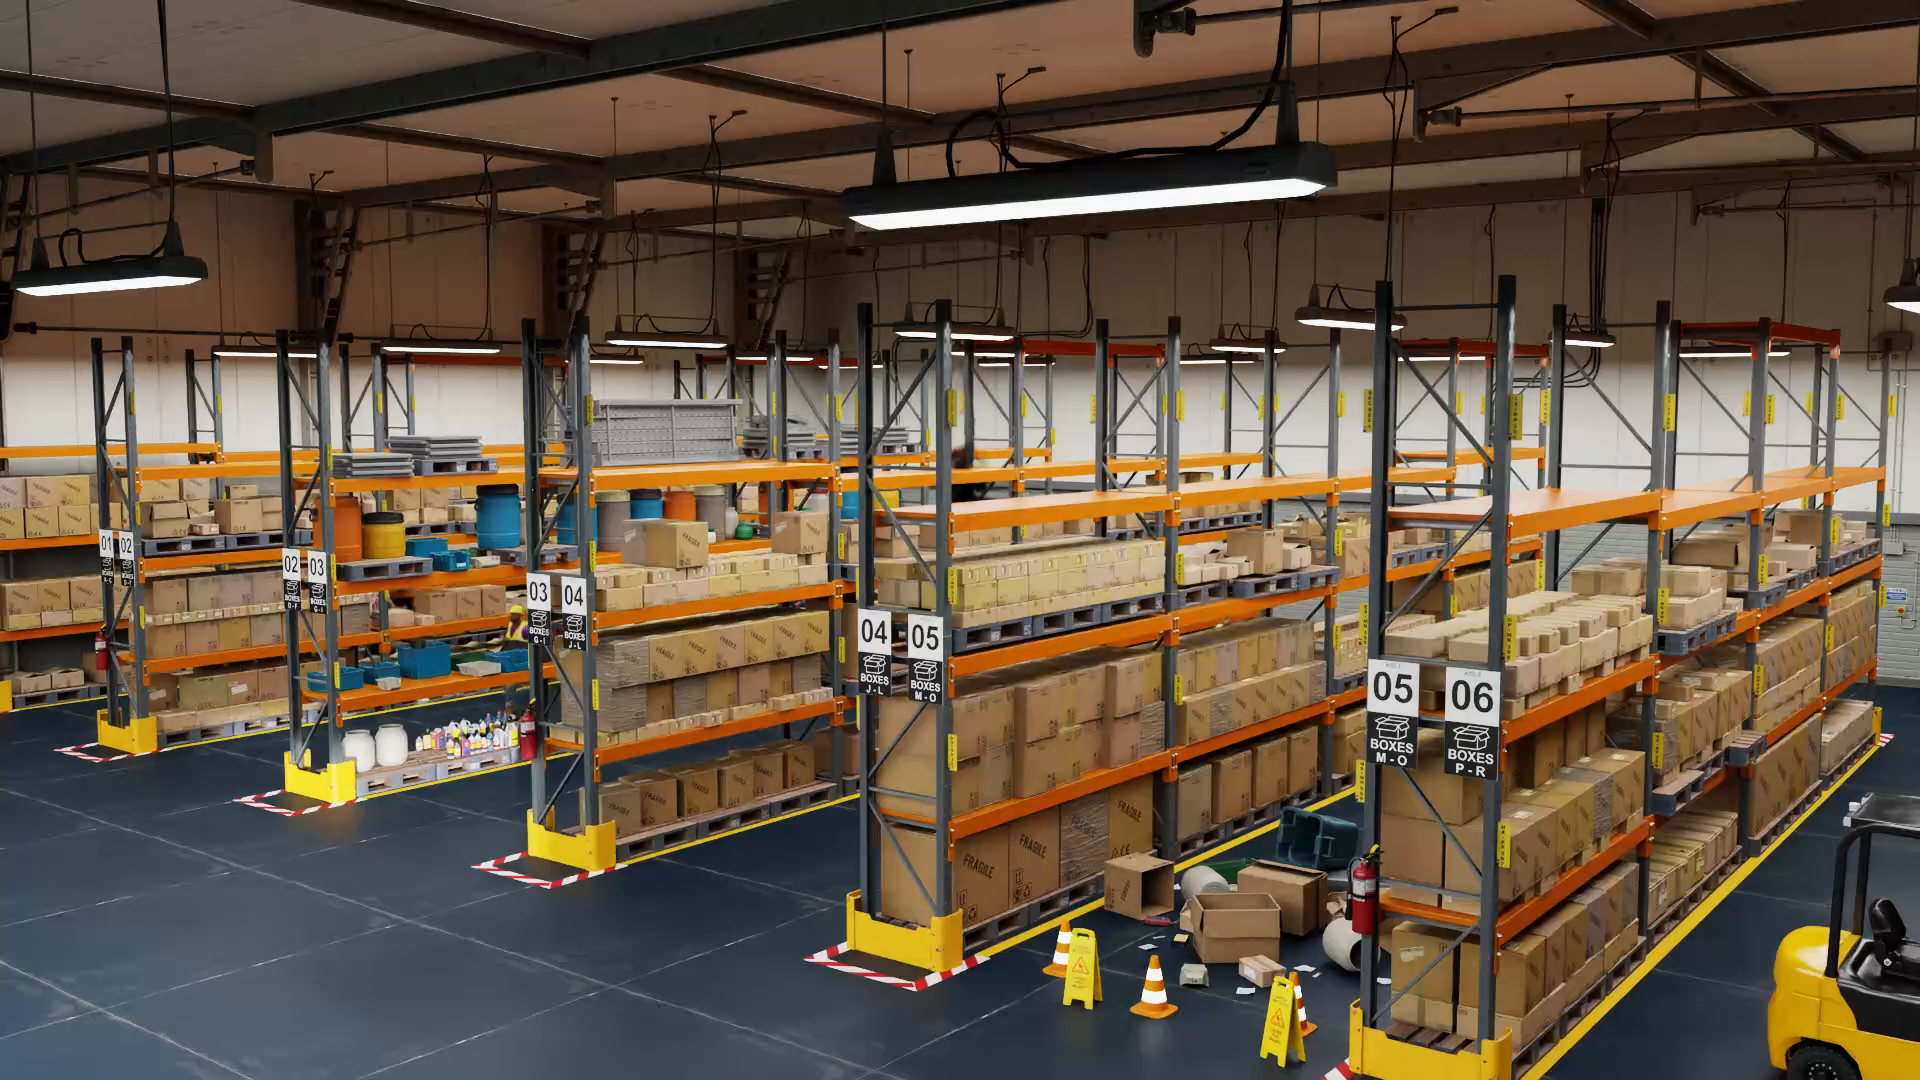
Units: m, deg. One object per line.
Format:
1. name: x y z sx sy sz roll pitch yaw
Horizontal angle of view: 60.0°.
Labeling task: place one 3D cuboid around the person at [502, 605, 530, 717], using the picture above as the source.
1. person: -7.109 1.940 27.033 0.729 1.799 0.971 3 6 30

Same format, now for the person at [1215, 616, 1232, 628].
1. person: 4.251 1.976 26.581 0.666 1.785 0.825 3 6 35

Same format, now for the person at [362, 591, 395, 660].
1. person: -10.827 1.601 30.650 0.668 1.787 1.007 3 6 29
